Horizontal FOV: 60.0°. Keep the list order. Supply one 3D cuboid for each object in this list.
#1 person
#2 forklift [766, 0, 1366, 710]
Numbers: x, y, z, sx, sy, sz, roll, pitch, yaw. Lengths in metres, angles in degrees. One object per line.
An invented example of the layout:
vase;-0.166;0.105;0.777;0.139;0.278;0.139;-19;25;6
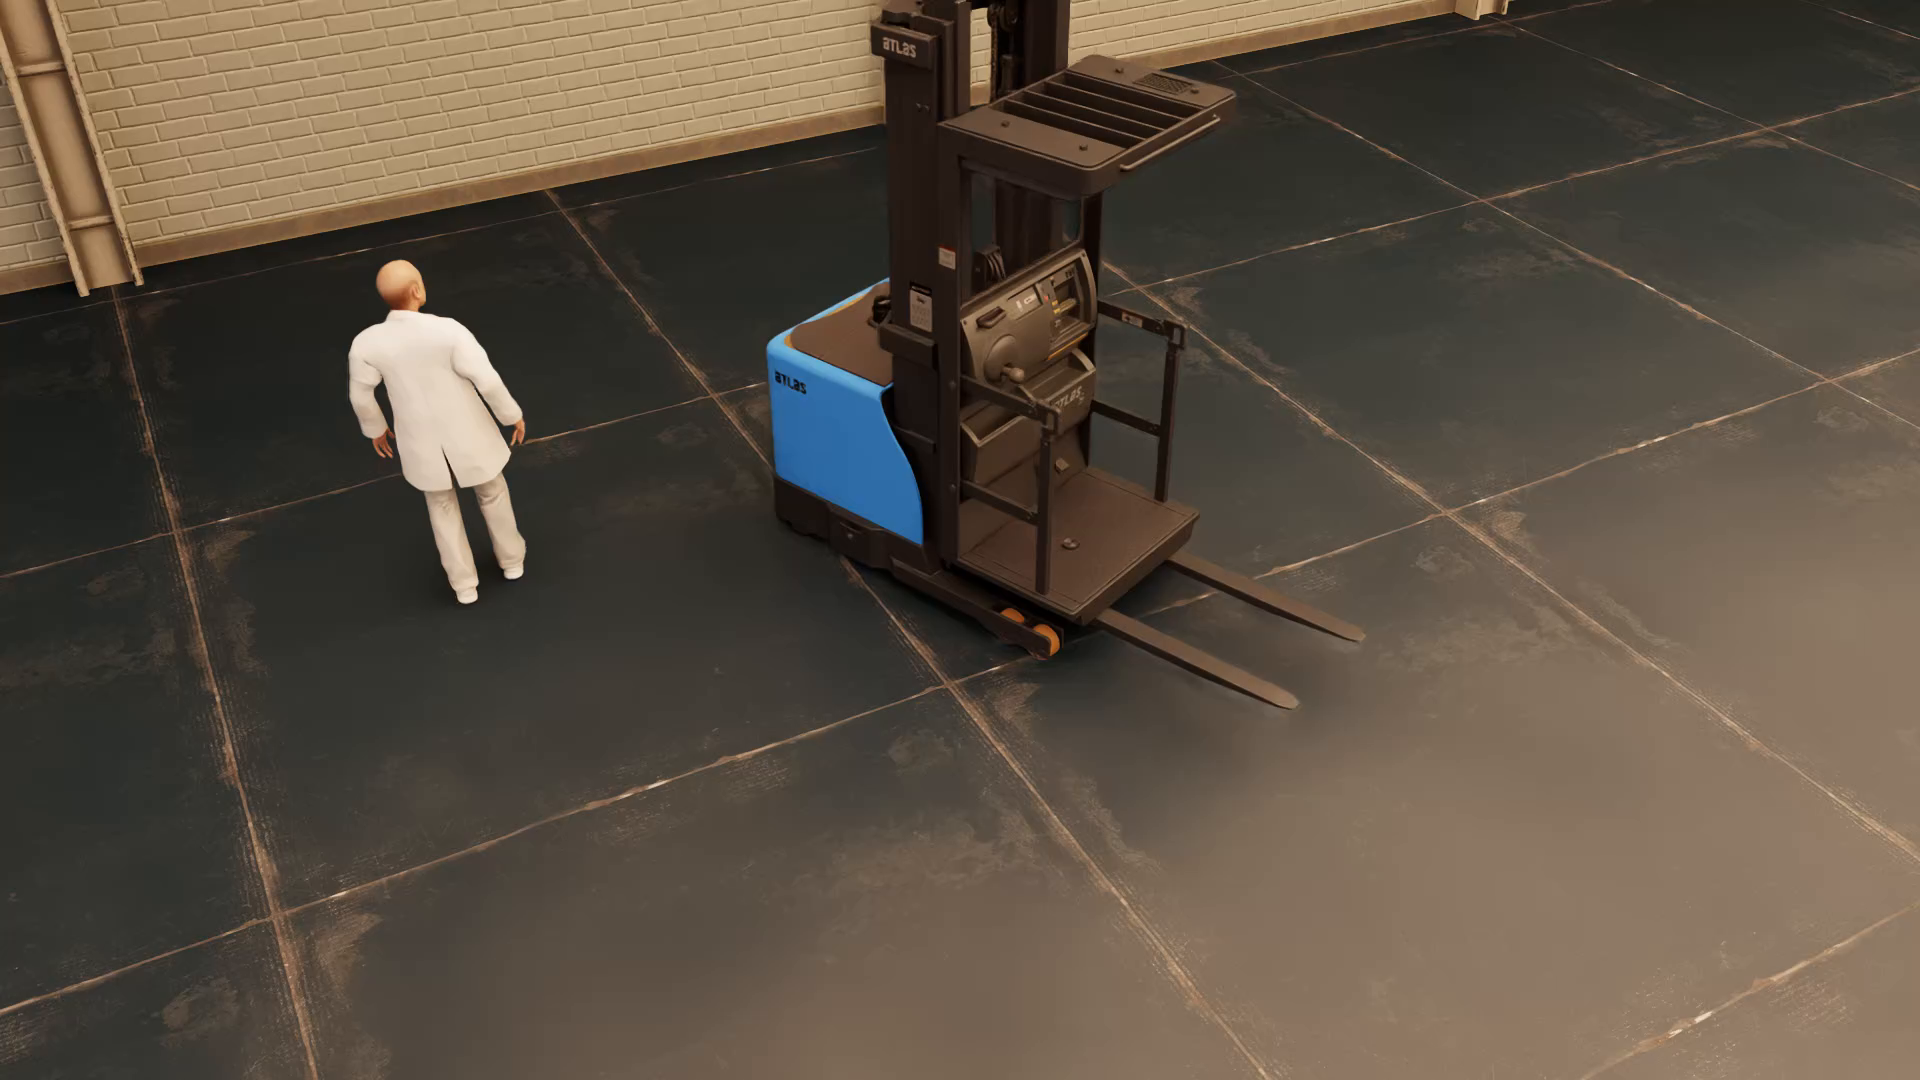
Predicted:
person;-2.445;-0.554;7.908;0.755;1.776;0.562;-5;36;-7
forklift;0.486;-0.978;7.507;3.031;2.935;1.130;25;42;31
